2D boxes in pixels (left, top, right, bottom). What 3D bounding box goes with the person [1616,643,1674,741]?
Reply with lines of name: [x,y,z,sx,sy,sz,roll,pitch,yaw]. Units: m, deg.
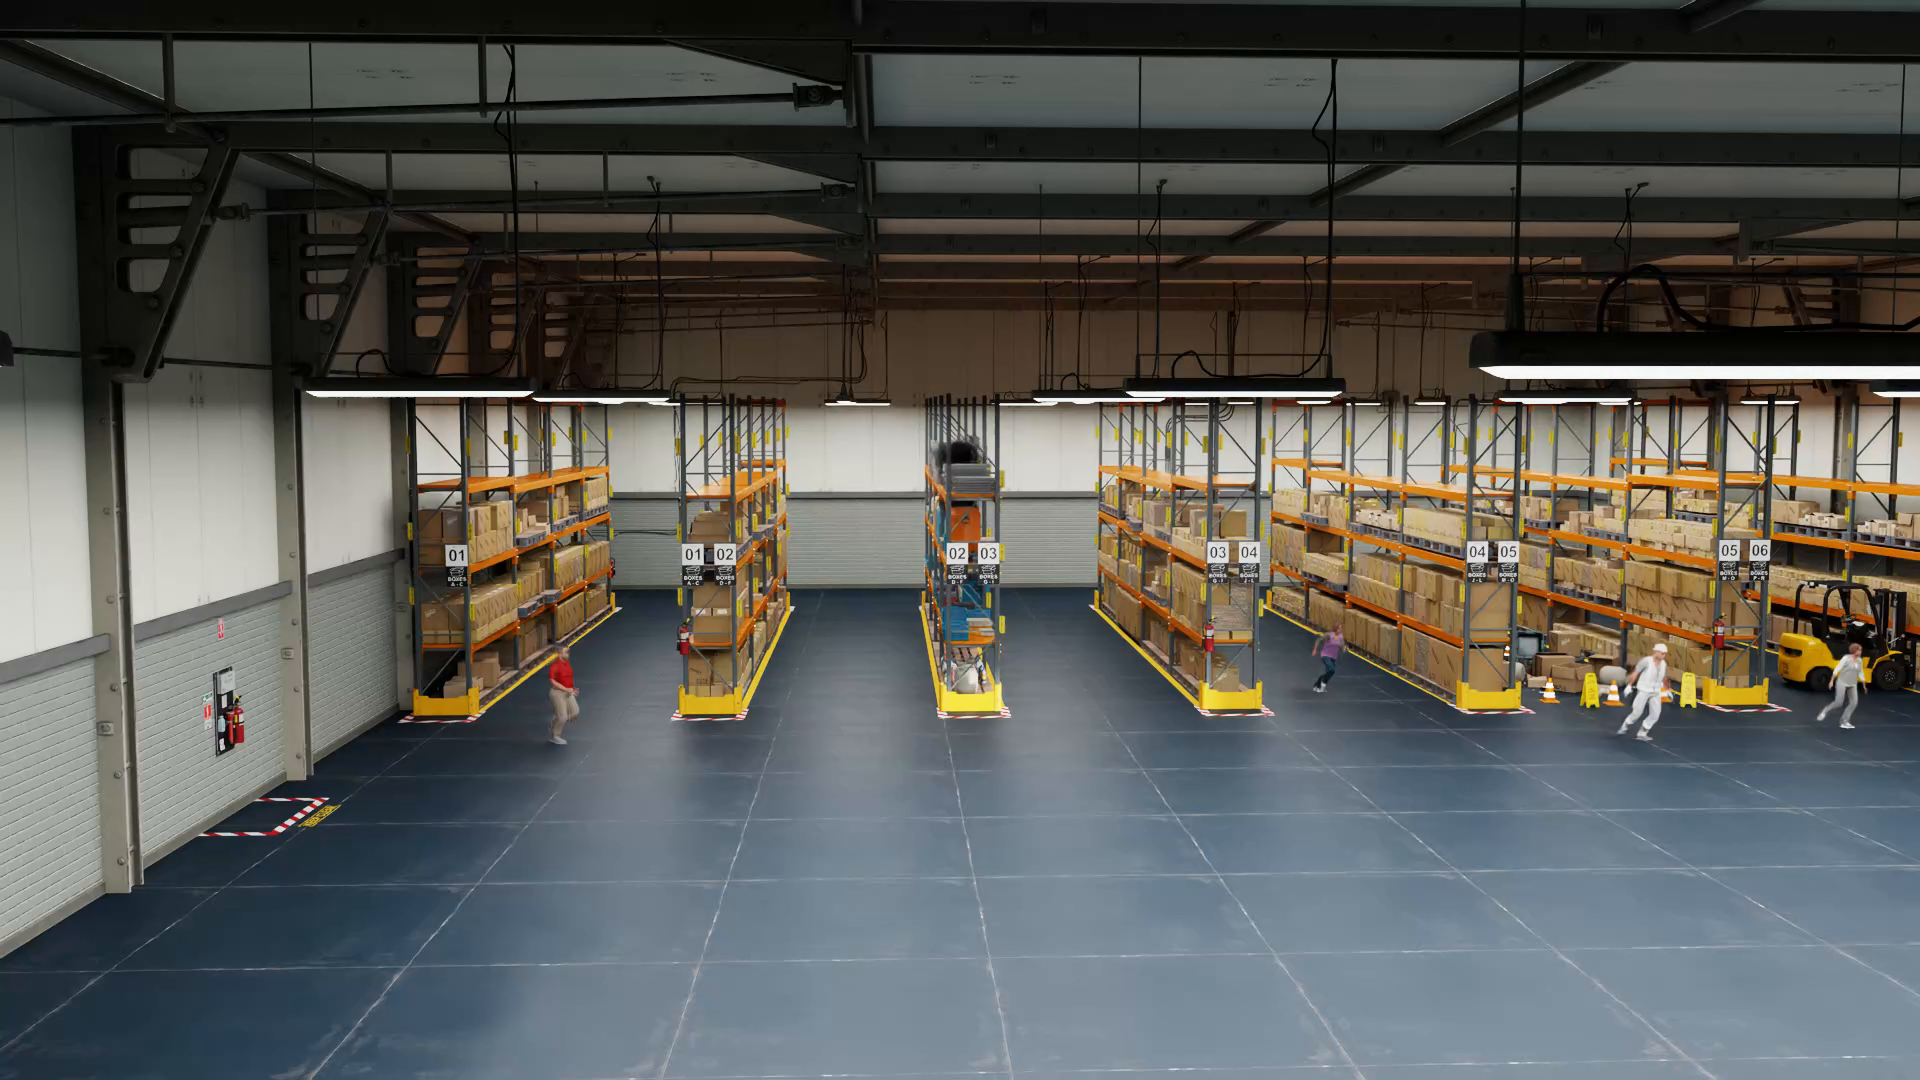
person: [11.794,2.607,28.585,0.818,1.695,0.686,-1,5,-15]

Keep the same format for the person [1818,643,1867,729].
person: [15.846,2.593,29.870,0.606,1.540,0.622,-1,5,-15]

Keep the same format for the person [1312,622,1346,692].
person: [7.410,2.352,33.298,0.507,1.460,0.882,-2,5,-28]

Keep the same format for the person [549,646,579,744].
person: [-6.776,2.647,28.423,0.641,1.681,0.642,1,5,18]
